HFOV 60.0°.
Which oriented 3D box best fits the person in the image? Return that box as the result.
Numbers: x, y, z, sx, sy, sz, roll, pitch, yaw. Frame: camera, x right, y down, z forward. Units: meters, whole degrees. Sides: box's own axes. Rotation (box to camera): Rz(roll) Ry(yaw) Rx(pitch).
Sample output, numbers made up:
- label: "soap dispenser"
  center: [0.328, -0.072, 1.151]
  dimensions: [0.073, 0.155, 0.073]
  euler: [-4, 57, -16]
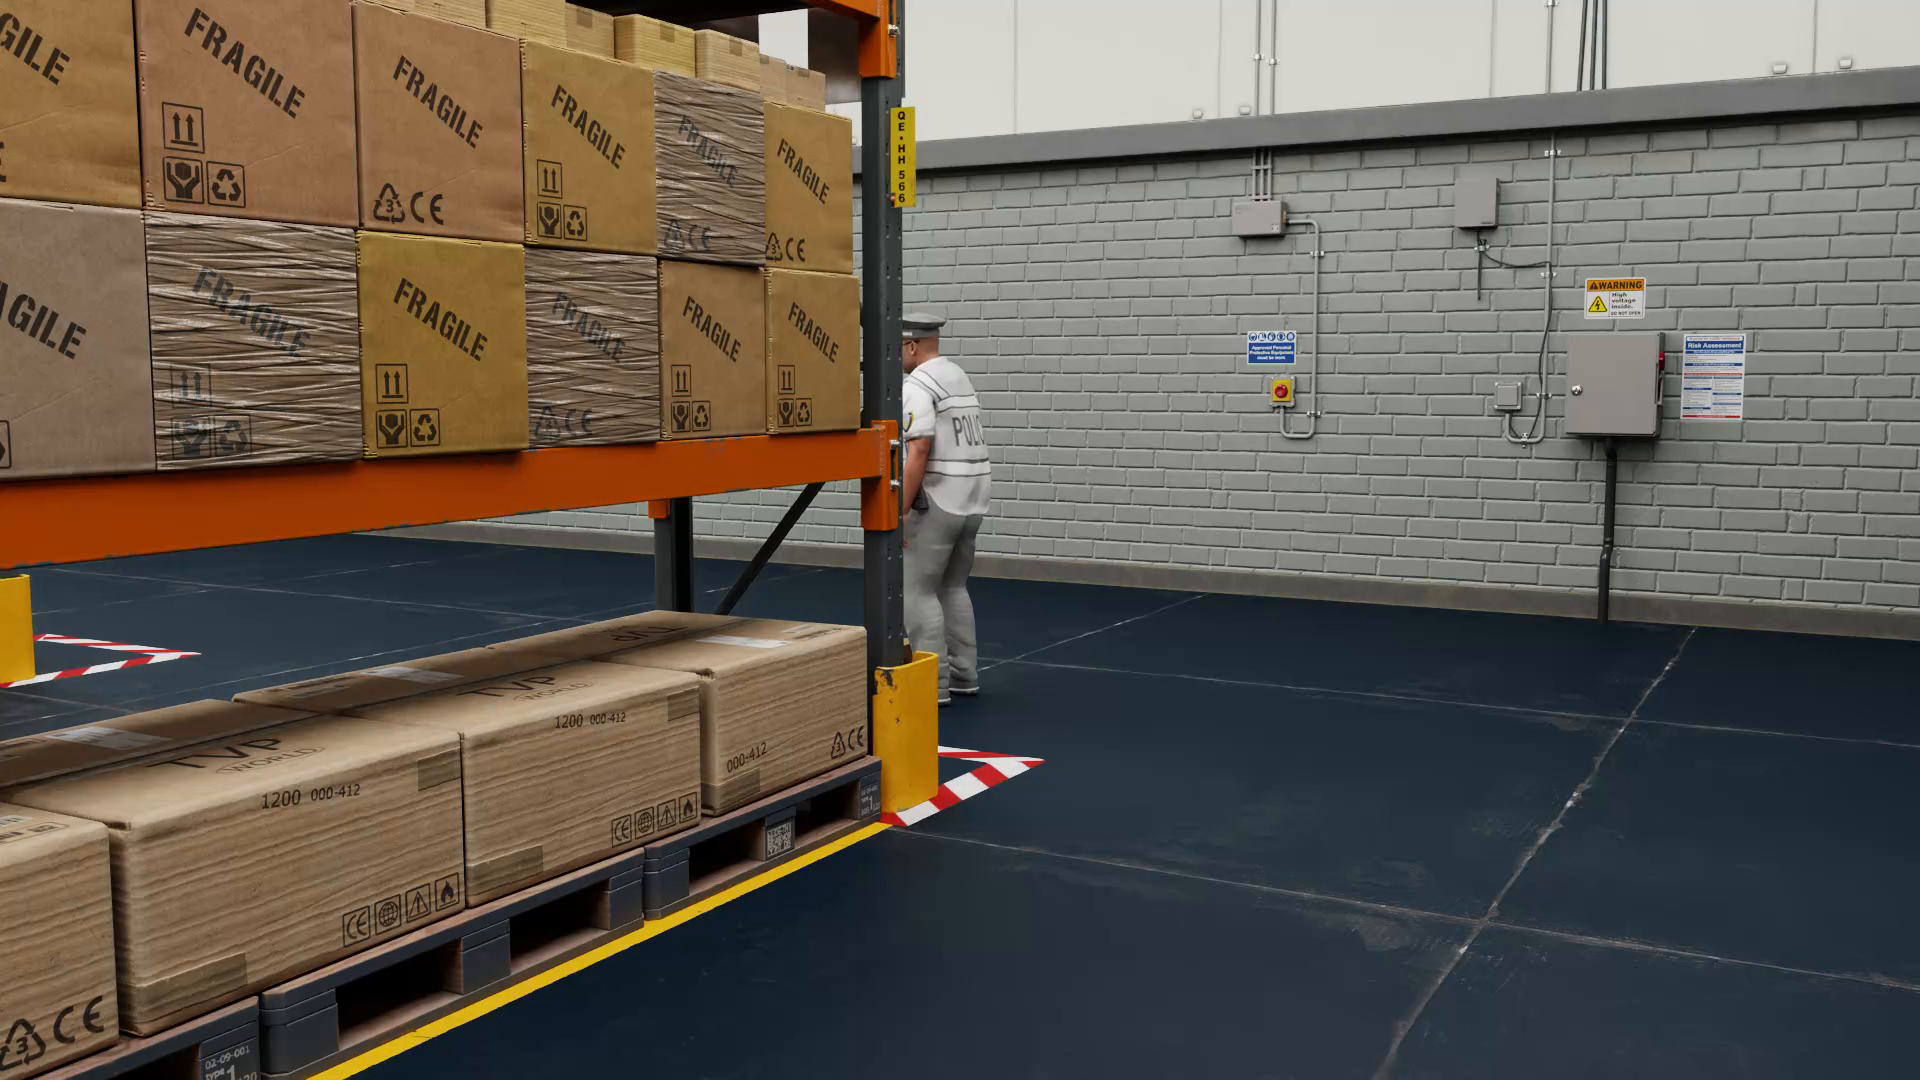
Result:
- label: "person"
  center: [-0.099, -0.142, 7.471]
  dimensions: [0.435, 1.748, 0.590]
  euler: [3, 7, 28]
